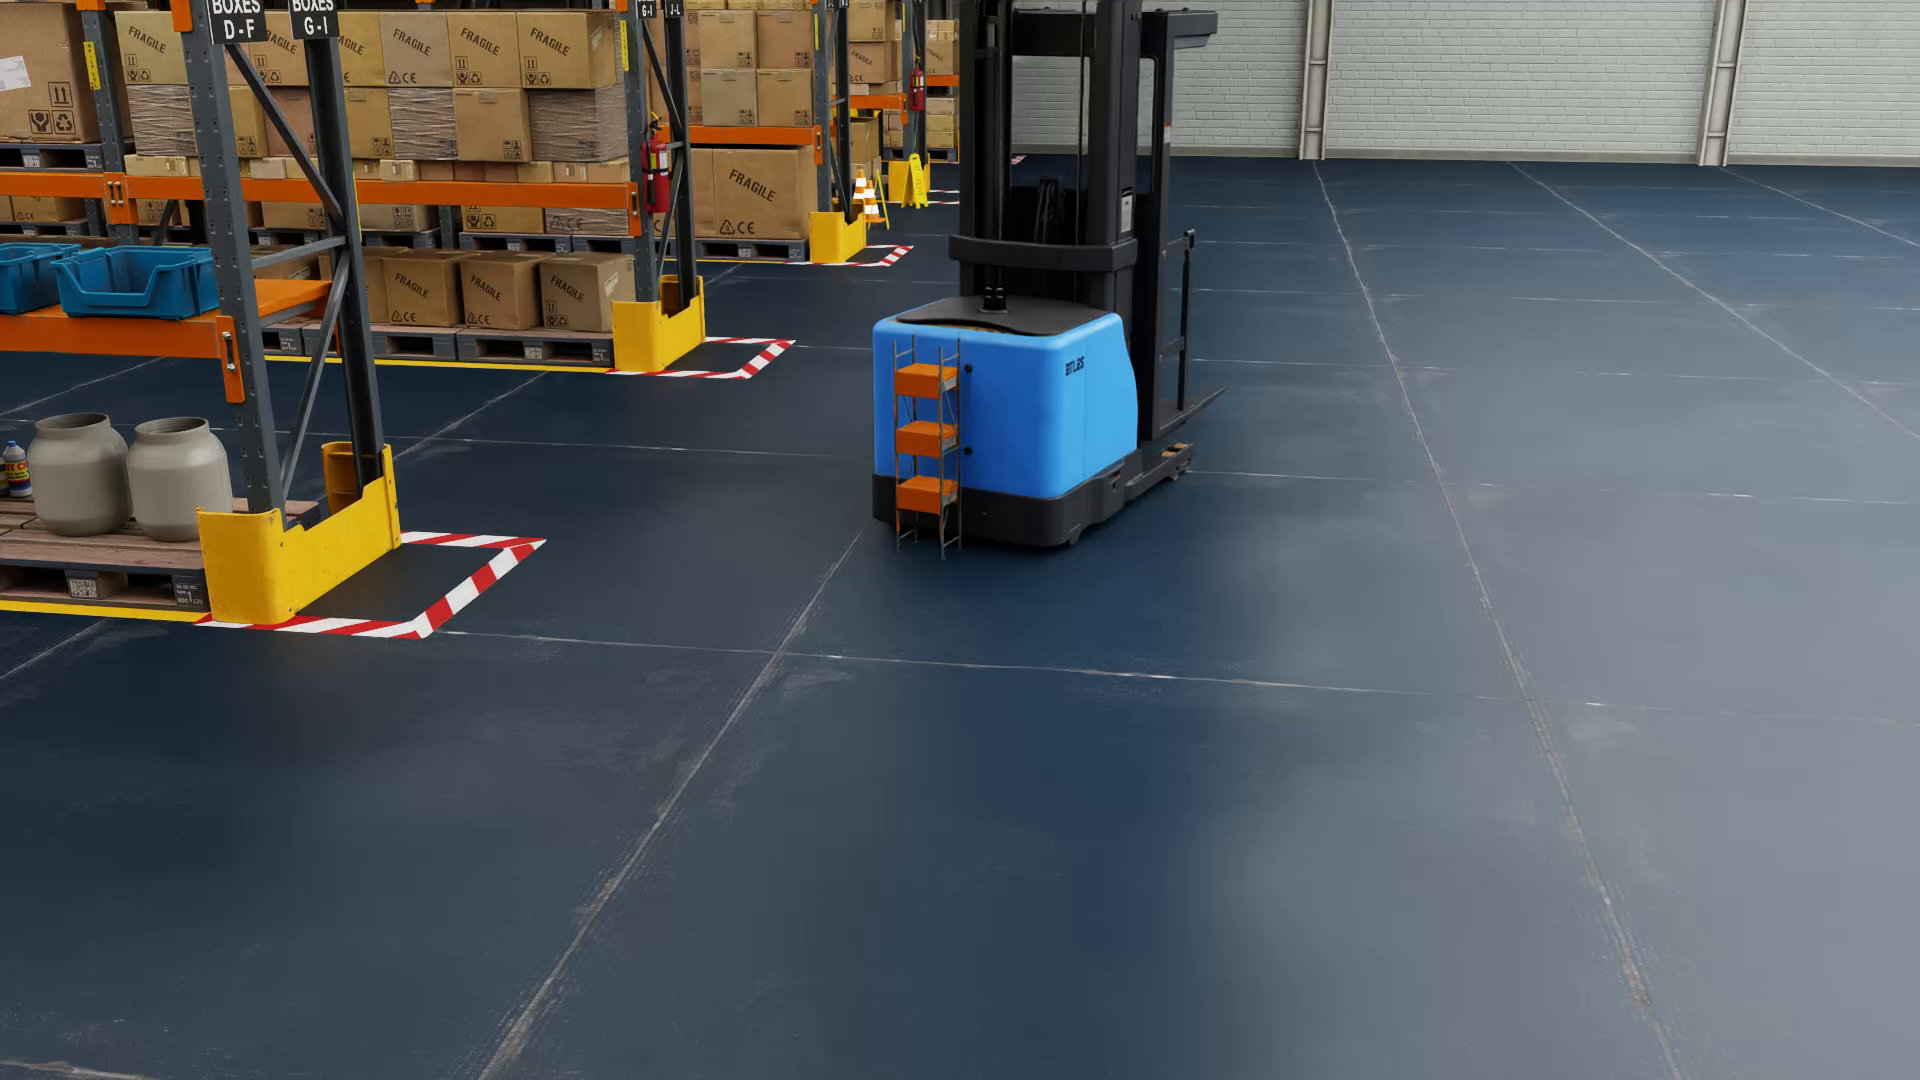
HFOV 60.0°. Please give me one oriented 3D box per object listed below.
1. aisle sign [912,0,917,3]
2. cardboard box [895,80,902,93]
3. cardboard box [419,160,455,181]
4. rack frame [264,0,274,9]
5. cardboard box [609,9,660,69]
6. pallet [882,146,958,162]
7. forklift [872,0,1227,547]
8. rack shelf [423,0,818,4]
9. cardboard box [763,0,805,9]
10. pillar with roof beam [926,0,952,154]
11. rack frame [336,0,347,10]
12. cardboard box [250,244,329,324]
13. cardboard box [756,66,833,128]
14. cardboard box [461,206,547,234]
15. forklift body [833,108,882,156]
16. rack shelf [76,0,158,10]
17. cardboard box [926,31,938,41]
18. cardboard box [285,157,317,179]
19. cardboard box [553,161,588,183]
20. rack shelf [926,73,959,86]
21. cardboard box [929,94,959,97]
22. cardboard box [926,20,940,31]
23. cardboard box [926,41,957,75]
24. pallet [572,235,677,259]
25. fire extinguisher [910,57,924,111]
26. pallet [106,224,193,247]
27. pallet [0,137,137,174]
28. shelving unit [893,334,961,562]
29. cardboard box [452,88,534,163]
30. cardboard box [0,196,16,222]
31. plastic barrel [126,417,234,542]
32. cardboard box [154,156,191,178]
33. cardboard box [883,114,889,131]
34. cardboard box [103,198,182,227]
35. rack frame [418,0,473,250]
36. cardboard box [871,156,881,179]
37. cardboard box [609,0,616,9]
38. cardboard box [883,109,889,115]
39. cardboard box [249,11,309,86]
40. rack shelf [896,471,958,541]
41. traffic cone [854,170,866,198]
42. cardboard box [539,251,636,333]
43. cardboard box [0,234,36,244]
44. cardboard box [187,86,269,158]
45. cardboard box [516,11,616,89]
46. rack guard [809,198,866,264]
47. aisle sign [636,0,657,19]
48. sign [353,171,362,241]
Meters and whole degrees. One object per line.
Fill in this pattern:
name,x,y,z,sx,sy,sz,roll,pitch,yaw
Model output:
aisle sign,-0.567,-7.048,20.544,0.004,0.787,0.394,3,19,9
cardboard box,-0.884,-5.872,21.522,0.250,0.149,0.380,3,19,9
cardboard box,-3.705,-2.693,12.020,0.250,0.149,0.380,3,19,9
rack frame,-11.646,-8.069,27.690,0.127,3.000,1.000,3,19,9
cardboard box,-3.260,-5.023,16.650,0.500,0.550,0.875,3,19,9
pallet,-0.560,-6.168,26.404,1.213,0.211,1.003,3,19,9
forklift,0.688,-1.779,9.000,1.130,2.935,3.031,9,21,26
rack shelf,-3.242,-5.536,16.526,4.000,0.370,1.077,3,19,9
cardboard box,-2.139,-6.551,20.952,0.500,0.500,0.700,3,19,8
pillar with roof beam,-1.026,-9.278,21.851,0.400,9.000,9.100,3,19,9
rack frame,-8.481,-6.312,22.441,0.127,3.000,1.000,3,19,9
cardboard box,-5.148,-1.961,12.713,0.500,0.500,0.500,9,21,26
cardboard box,-1.641,-4.429,16.577,0.550,0.550,0.875,3,19,9
cardboard box,-4.607,-3.693,17.299,0.875,0.875,0.875,3,19,9
forklift body,-1.960,-6.586,24.597,1.214,2.155,2.313,3,19,9
rack shelf,-8.078,-4.188,12.499,4.000,0.370,1.077,3,19,9
cardboard box,-0.442,-7.753,25.567,0.250,0.149,0.380,3,19,10
cardboard box,-4.701,-2.727,12.121,0.250,0.149,0.380,3,19,9
cardboard box,-2.715,-2.648,11.886,0.250,0.149,0.380,3,19,9
rack shelf,-1.773,-7.224,26.300,4.000,0.370,1.077,3,19,9
cardboard box,-0.243,-6.918,26.346,0.500,0.250,0.500,3,19,8
cardboard box,-0.434,-7.915,25.584,0.250,0.149,0.380,3,19,9
cardboard box,-0.326,-7.455,25.698,0.500,0.500,0.500,3,19,7
pallet,-3.270,-3.109,17.263,1.213,0.211,1.003,3,19,9
fire extinguisher,-0.542,-5.723,20.801,0.183,0.674,0.296,3,19,9
pallet,-8.400,-3.371,18.044,1.213,0.211,1.003,3,19,9
pallet,-6.835,-2.999,12.842,1.213,0.211,1.003,3,19,9
shelving unit,-0.153,-0.440,7.959,0.252,1.050,0.215,9,21,26
cardboard box,-3.205,-3.017,11.967,0.500,0.500,0.875,3,19,9
cardboard box,-10.369,-3.748,18.056,0.500,0.500,0.500,4,19,11
plastic barrel,-3.601,-0.282,7.676,0.421,0.512,0.421,0,18,0
cardboard box,-5.694,-2.765,12.236,0.250,0.149,0.380,3,19,9
cardboard box,-1.335,-6.572,26.100,0.500,0.250,0.500,2,19,7
cardboard box,-8.579,-3.830,17.905,0.750,0.750,1.050,3,19,8
rack frame,-5.217,-4.555,17.189,0.127,3.000,1.000,3,19,9
cardboard box,-1.335,-4.932,21.987,0.500,0.250,0.500,3,19,8
cardboard box,-4.131,-6.683,21.348,0.500,0.500,0.700,3,19,8
cardboard box,-1.307,-6.806,26.012,0.500,0.250,0.500,3,19,9
cardboard box,-4.712,-3.516,11.883,0.500,0.500,0.500,3,19,9
rack shelf,-0.152,-0.167,8.053,0.240,0.259,0.215,9,21,26
traffic cone,-1.211,-4.324,20.497,0.334,0.463,0.336,3,19,9
cardboard box,-2.768,-1.855,12.398,0.500,0.500,0.500,7,20,19
cardboard box,-7.726,-2.125,13.173,0.500,0.500,0.700,1,19,4
cardboard box,-5.181,-3.116,12.263,0.500,0.500,0.875,3,19,9
cardboard box,-2.736,-3.418,11.588,0.500,0.500,0.500,3,19,9
rack guard,-1.244,-3.167,16.980,0.348,0.500,1.175,3,19,9
aisle sign,-2.140,-3.940,11.256,0.004,0.787,0.394,3,19,9
sign,-2.848,-1.556,7.791,0.005,0.325,0.100,3,19,9
